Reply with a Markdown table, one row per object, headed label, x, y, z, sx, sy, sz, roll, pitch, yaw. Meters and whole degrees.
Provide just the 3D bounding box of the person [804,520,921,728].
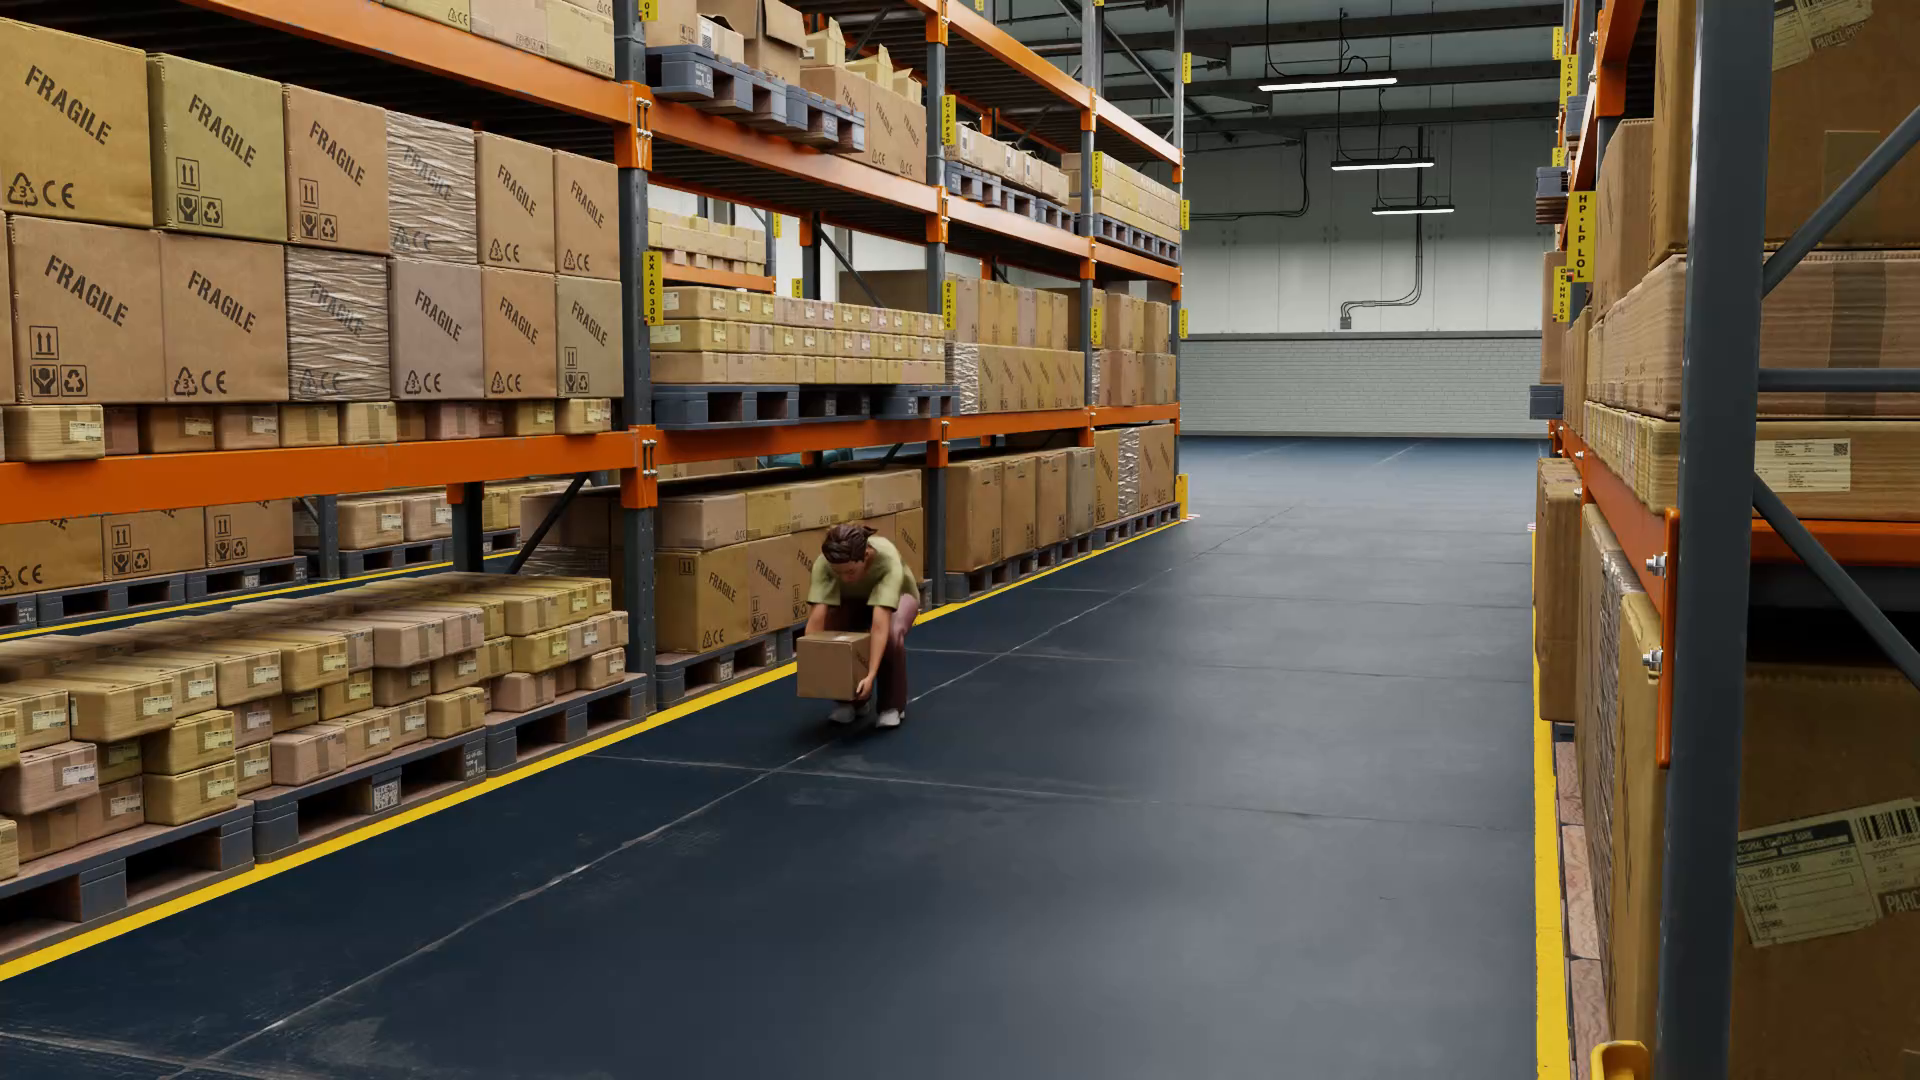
| label | x | y | z | sx | sy | sz | roll | pitch | yaw |
| --- | --- | --- | --- | --- | --- | --- | --- | --- | --- |
| person | -0.429 | 0.366 | 7.329 | 0.458 | 0.928 | 0.823 | 2 | 6 | 17 |
